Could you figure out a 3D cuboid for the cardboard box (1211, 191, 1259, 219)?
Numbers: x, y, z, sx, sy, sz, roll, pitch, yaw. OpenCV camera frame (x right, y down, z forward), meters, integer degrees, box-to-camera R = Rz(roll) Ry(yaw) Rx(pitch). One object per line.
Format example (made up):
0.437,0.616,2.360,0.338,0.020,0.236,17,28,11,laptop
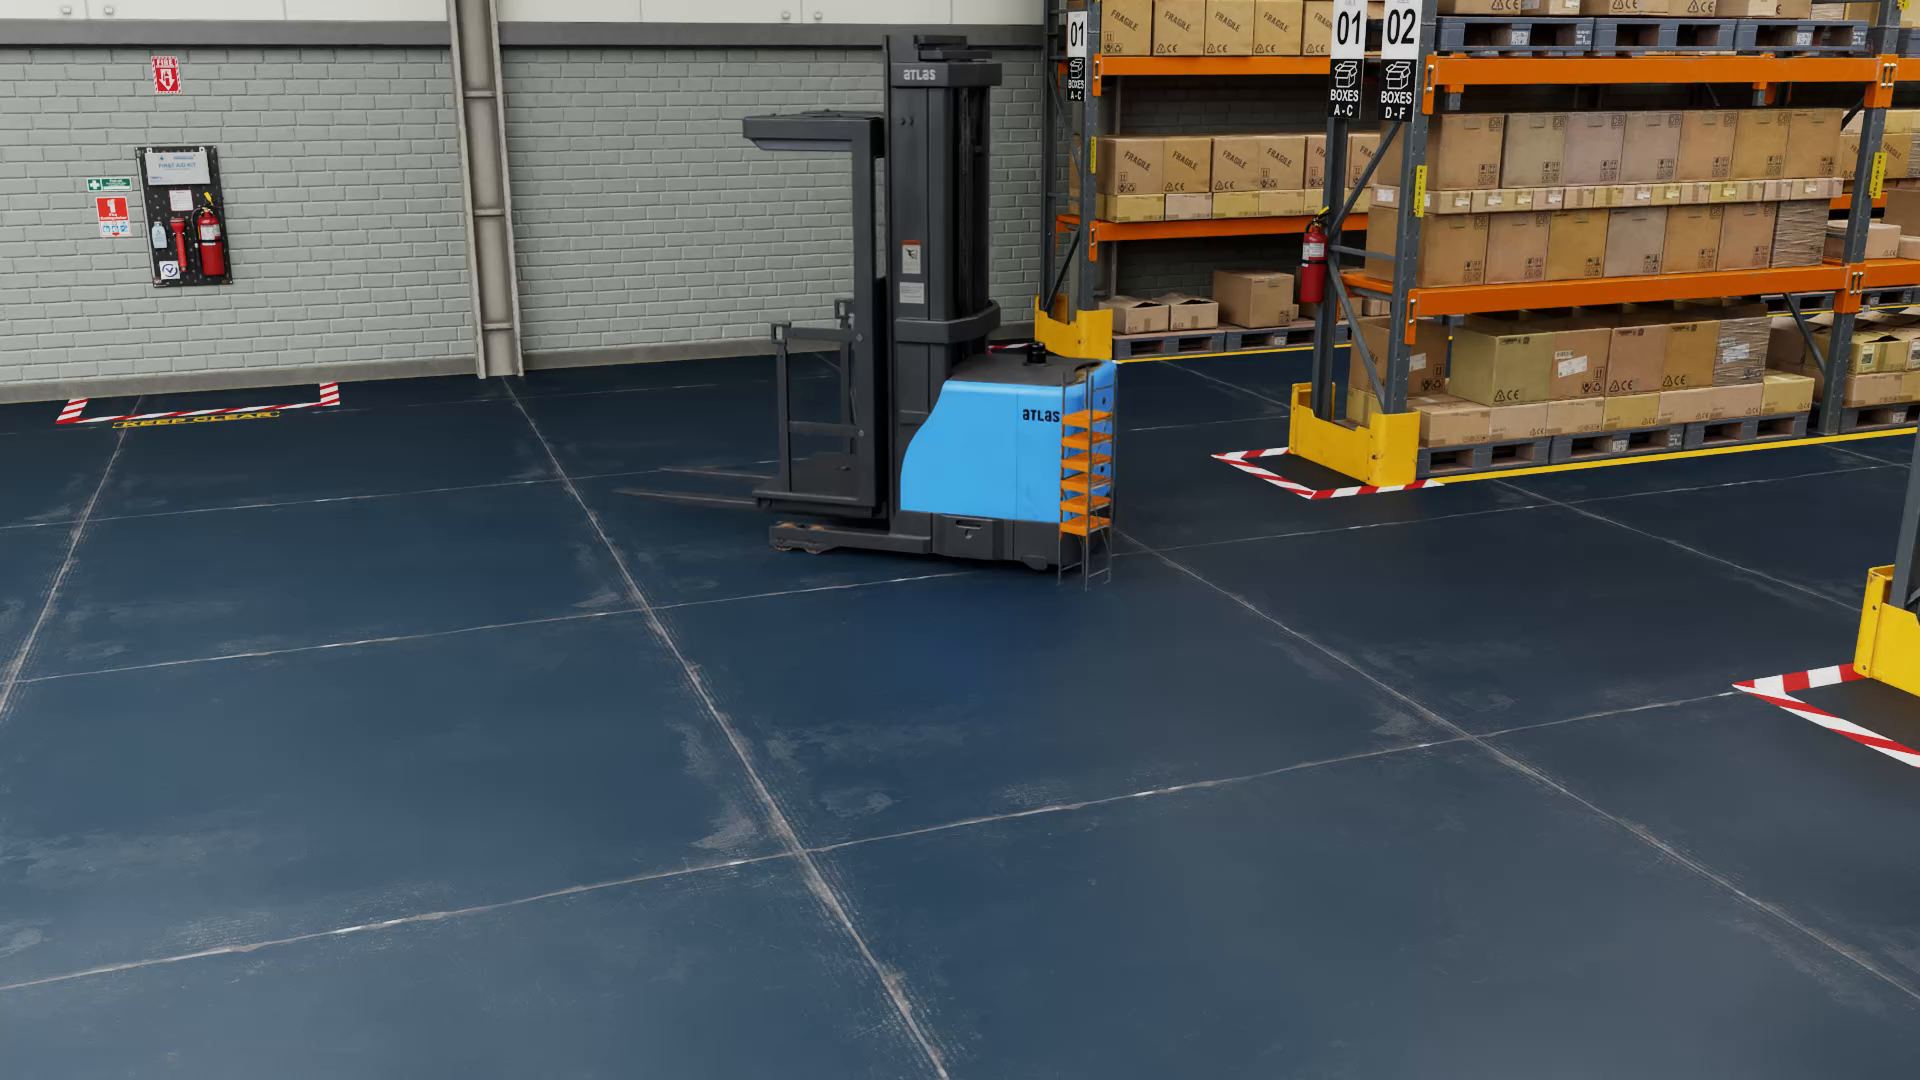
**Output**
2.558,-3.280,16.173,0.500,0.250,0.500,-6,18,-21,cardboard box

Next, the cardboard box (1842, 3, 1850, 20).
9.931,-5.959,18.785,0.500,0.500,0.700,-5,17,-17,cardboard box

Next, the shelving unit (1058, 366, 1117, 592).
0.698,-0.334,9.105,0.189,1.200,0.258,13,21,38,shelving unit

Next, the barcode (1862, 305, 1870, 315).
6.929,-1.759,12.717,0.075,0.075,0.001,-6,17,-20,barcode

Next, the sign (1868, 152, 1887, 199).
6.742,-2.678,12.218,0.005,0.325,0.100,-6,17,-20,sign

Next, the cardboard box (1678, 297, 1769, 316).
5.997,-1.648,13.192,0.500,0.500,0.500,-6,17,-20,cardboard box

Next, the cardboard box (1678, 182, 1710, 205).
5.179,-2.519,12.022,0.250,0.149,0.380,-6,17,-18,cardboard box

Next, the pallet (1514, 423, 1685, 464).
4.643,-0.840,12.583,1.213,0.211,1.003,-6,17,-20,pallet

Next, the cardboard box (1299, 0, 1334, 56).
3.402,-4.941,16.064,0.500,0.500,0.500,-7,18,-22,cardboard box

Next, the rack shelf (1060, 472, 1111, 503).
0.697,-0.291,9.117,0.180,0.103,0.258,13,21,38,rack shelf

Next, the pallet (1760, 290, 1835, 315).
9.264,-2.799,19.254,1.213,0.211,1.003,-6,17,-20,pallet

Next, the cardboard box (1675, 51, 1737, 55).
7.925,-5.339,17.756,0.500,0.311,0.500,-6,17,-20,cardboard box

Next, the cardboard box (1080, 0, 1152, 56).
1.433,-4.735,15.363,0.500,0.500,0.500,-6,17,-19,cardboard box

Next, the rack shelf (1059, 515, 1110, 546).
0.697,-0.061,9.185,0.180,0.103,0.258,13,21,38,rack shelf

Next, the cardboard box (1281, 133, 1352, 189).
3.497,-3.742,16.418,0.500,0.500,0.500,-7,18,-22,cardboard box

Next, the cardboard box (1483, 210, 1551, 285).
3.736,-2.113,11.794,0.500,0.500,0.700,-6,17,-19,cardboard box

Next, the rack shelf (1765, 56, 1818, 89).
10.369,-5.373,19.023,4.000,0.370,1.077,-6,17,-20,rack shelf

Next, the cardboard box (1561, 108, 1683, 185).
4.724,-2.843,11.976,0.500,0.500,0.700,-6,17,-20,cardboard box

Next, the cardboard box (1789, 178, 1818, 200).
6.133,-2.622,12.374,0.250,0.149,0.380,-7,18,-21,cardboard box

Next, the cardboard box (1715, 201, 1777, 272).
5.640,-2.317,12.489,0.500,0.500,0.700,-6,18,-21,cardboard box

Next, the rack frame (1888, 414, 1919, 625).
4.576,-0.664,7.035,0.127,3.000,1.000,-6,17,-20,rack frame

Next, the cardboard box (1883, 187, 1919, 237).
7.757,-2.545,13.264,0.500,0.500,0.500,-5,17,-16,cardboard box

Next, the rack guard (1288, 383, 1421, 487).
2.784,-0.766,11.818,0.348,0.500,1.175,-6,17,-20,rack guard

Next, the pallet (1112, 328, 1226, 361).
1.873,-2.013,16.578,1.213,0.211,1.003,-6,17,-20,pallet

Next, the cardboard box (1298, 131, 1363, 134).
3.768,-3.928,17.049,0.500,0.500,0.500,-6,17,-20,cardboard box

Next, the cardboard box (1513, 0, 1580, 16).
3.969,-3.627,11.254,0.250,0.149,0.380,-6,17,-20,cardboard box

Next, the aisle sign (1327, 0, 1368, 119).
2.640,-3.285,11.349,0.004,0.787,0.394,-6,17,-20,aisle sign

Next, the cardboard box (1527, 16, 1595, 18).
4.307,-3.874,11.808,0.500,0.311,0.500,-4,17,-14,cardboard box

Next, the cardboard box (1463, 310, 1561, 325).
4.130,-1.447,12.504,0.500,0.500,0.500,-6,17,-20,cardboard box

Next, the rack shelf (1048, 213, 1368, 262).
2.898,-3.127,16.699,4.000,0.370,1.077,-6,17,-20,rack shelf

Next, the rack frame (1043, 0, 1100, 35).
1.031,-6.149,15.066,0.127,3.000,1.000,-6,17,-20,rack frame

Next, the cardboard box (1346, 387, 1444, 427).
3.202,-0.981,12.252,0.500,0.250,0.500,-6,17,-20,cardboard box

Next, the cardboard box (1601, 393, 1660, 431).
4.789,-0.996,12.301,0.500,0.250,0.500,-6,17,-20,cardboard box

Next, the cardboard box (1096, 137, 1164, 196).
1.584,-3.537,15.719,0.500,0.500,0.500,-6,17,-20,cardboard box

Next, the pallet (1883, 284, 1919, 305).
11.543,-3.045,20.092,1.213,0.211,1.003,-6,17,-20,pallet

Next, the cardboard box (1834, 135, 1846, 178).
9.539,-4.309,18.708,0.500,0.500,0.500,-6,17,-18,cardboard box

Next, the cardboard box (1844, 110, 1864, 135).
9.984,-4.721,18.779,0.500,0.250,0.500,-6,17,-20,cardboard box

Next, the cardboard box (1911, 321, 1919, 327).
7.969,-1.600,13.362,0.500,0.311,0.500,-7,18,-22,cardboard box

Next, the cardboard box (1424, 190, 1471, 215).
3.250,-2.310,11.311,0.250,0.149,0.380,-6,18,-20,cardboard box

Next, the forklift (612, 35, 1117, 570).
-0.622,-1.458,9.860,3.031,2.935,1.130,5,17,17,forklift

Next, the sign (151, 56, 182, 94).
-6.592,-3.862,13.812,0.199,0.298,0.001,-6,17,-20,sign

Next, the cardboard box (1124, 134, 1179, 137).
1.869,-3.719,16.340,0.500,0.500,0.500,-6,17,-19,cardboard box

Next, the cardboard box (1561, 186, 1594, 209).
4.214,-2.414,11.667,0.250,0.149,0.380,-7,18,-22,cardboard box

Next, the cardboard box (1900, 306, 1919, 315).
8.239,-1.792,14.016,0.500,0.311,0.500,-6,18,-21,cardboard box

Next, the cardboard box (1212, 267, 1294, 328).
2.944,-2.447,16.761,0.500,0.500,0.700,-7,18,-24,cardboard box

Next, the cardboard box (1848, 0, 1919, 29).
7.121,-3.999,12.590,0.500,0.250,0.500,-4,17,-14,cardboard box

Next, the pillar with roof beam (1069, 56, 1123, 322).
2.915,-5.314,12.224,0.400,9.000,9.100,-6,17,-20,pillar with roof beam

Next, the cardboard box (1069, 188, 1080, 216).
1.398,-3.306,16.264,0.500,0.250,0.500,-6,17,-19,cardboard box

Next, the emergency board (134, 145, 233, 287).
-6.549,-2.725,14.053,0.643,1.169,0.194,-6,17,-20,emergency board

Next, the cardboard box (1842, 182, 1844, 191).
9.838,-4.052,18.984,0.250,0.149,0.380,-6,17,-19,cardboard box

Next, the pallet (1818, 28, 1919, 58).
7.361,-3.811,12.766,1.217,0.209,0.805,-7,18,-22,pallet

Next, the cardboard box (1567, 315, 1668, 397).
4.789,-1.356,12.194,0.500,0.500,0.500,-6,17,-20,cardboard box

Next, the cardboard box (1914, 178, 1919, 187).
11.059,-4.166,19.370,0.250,0.149,0.380,-6,17,-20,cardboard box
